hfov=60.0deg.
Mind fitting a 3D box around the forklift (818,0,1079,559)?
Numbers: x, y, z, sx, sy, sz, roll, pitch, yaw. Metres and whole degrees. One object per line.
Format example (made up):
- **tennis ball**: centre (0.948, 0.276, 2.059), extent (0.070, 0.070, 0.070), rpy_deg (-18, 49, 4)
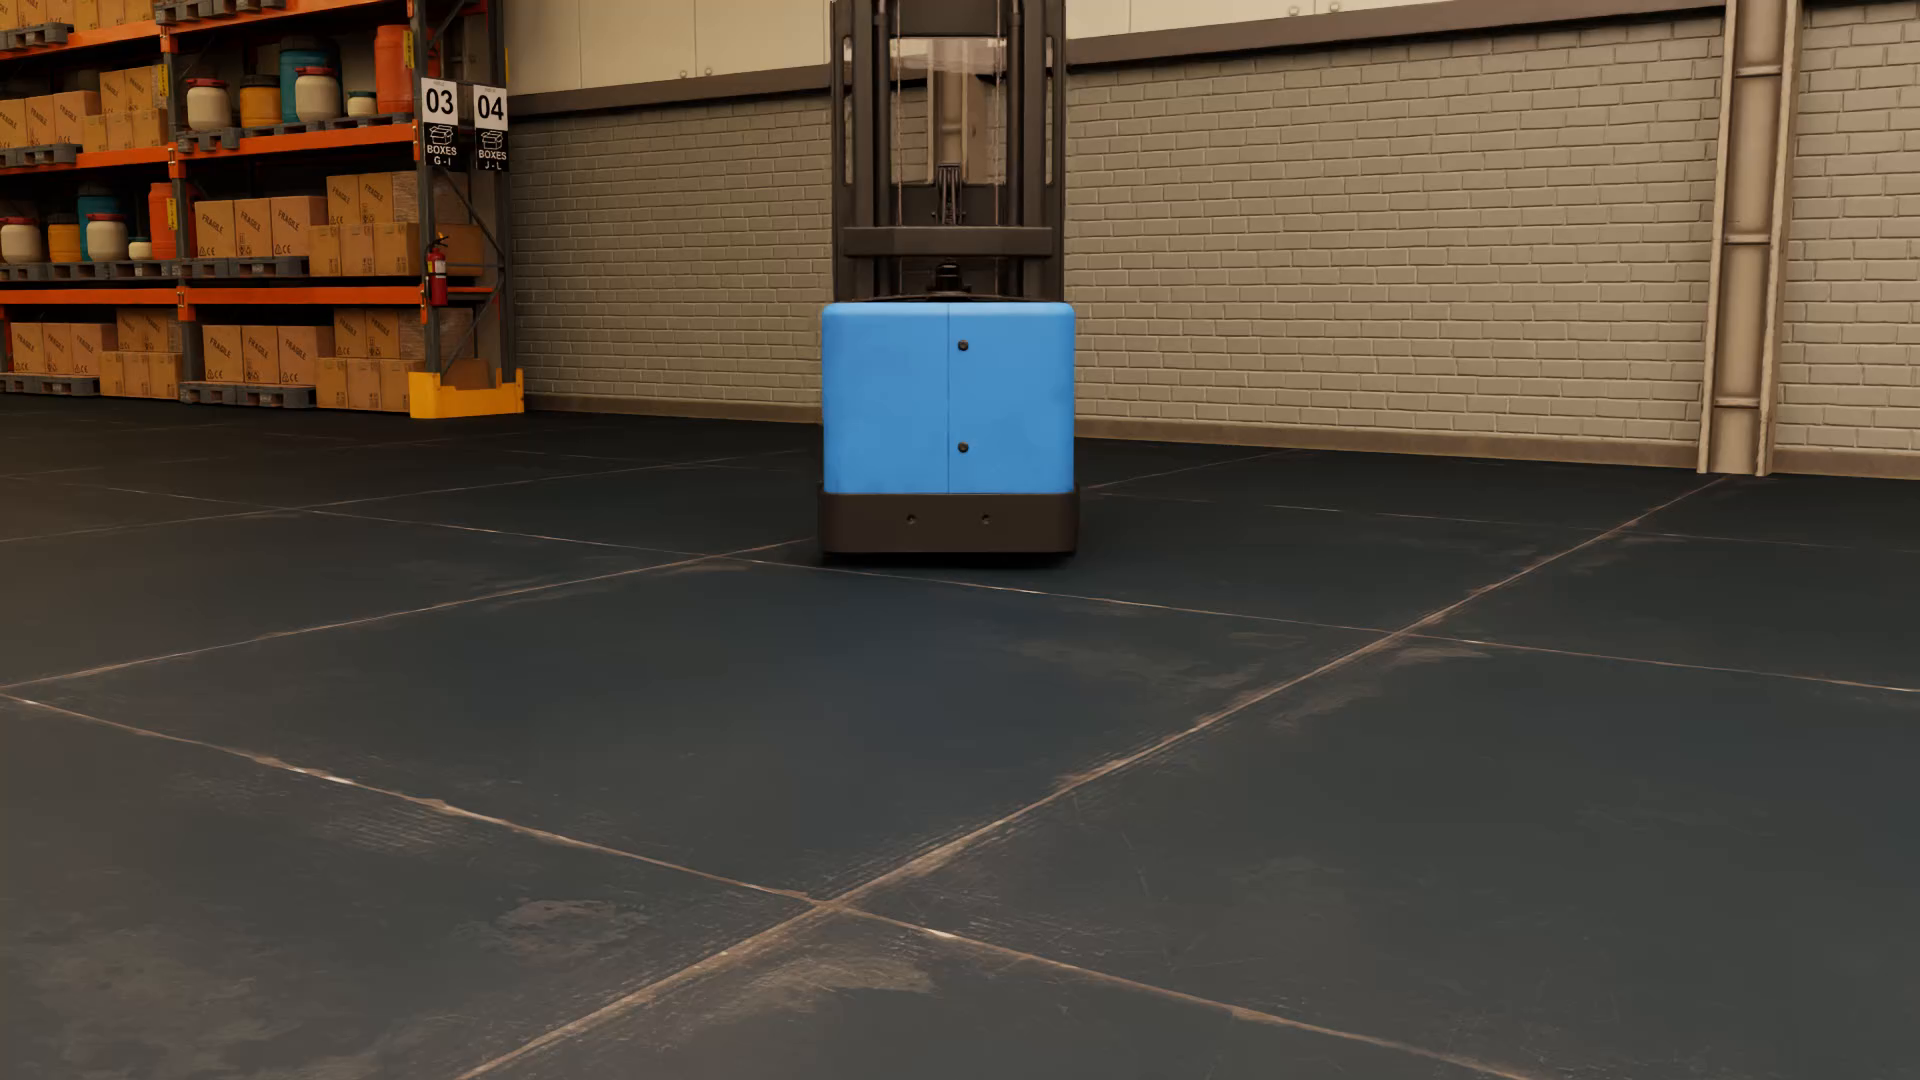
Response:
- **forklift**: centre (-0.056, -1.541, 8.032), extent (1.130, 2.935, 3.031), rpy_deg (0, 8, 0)
